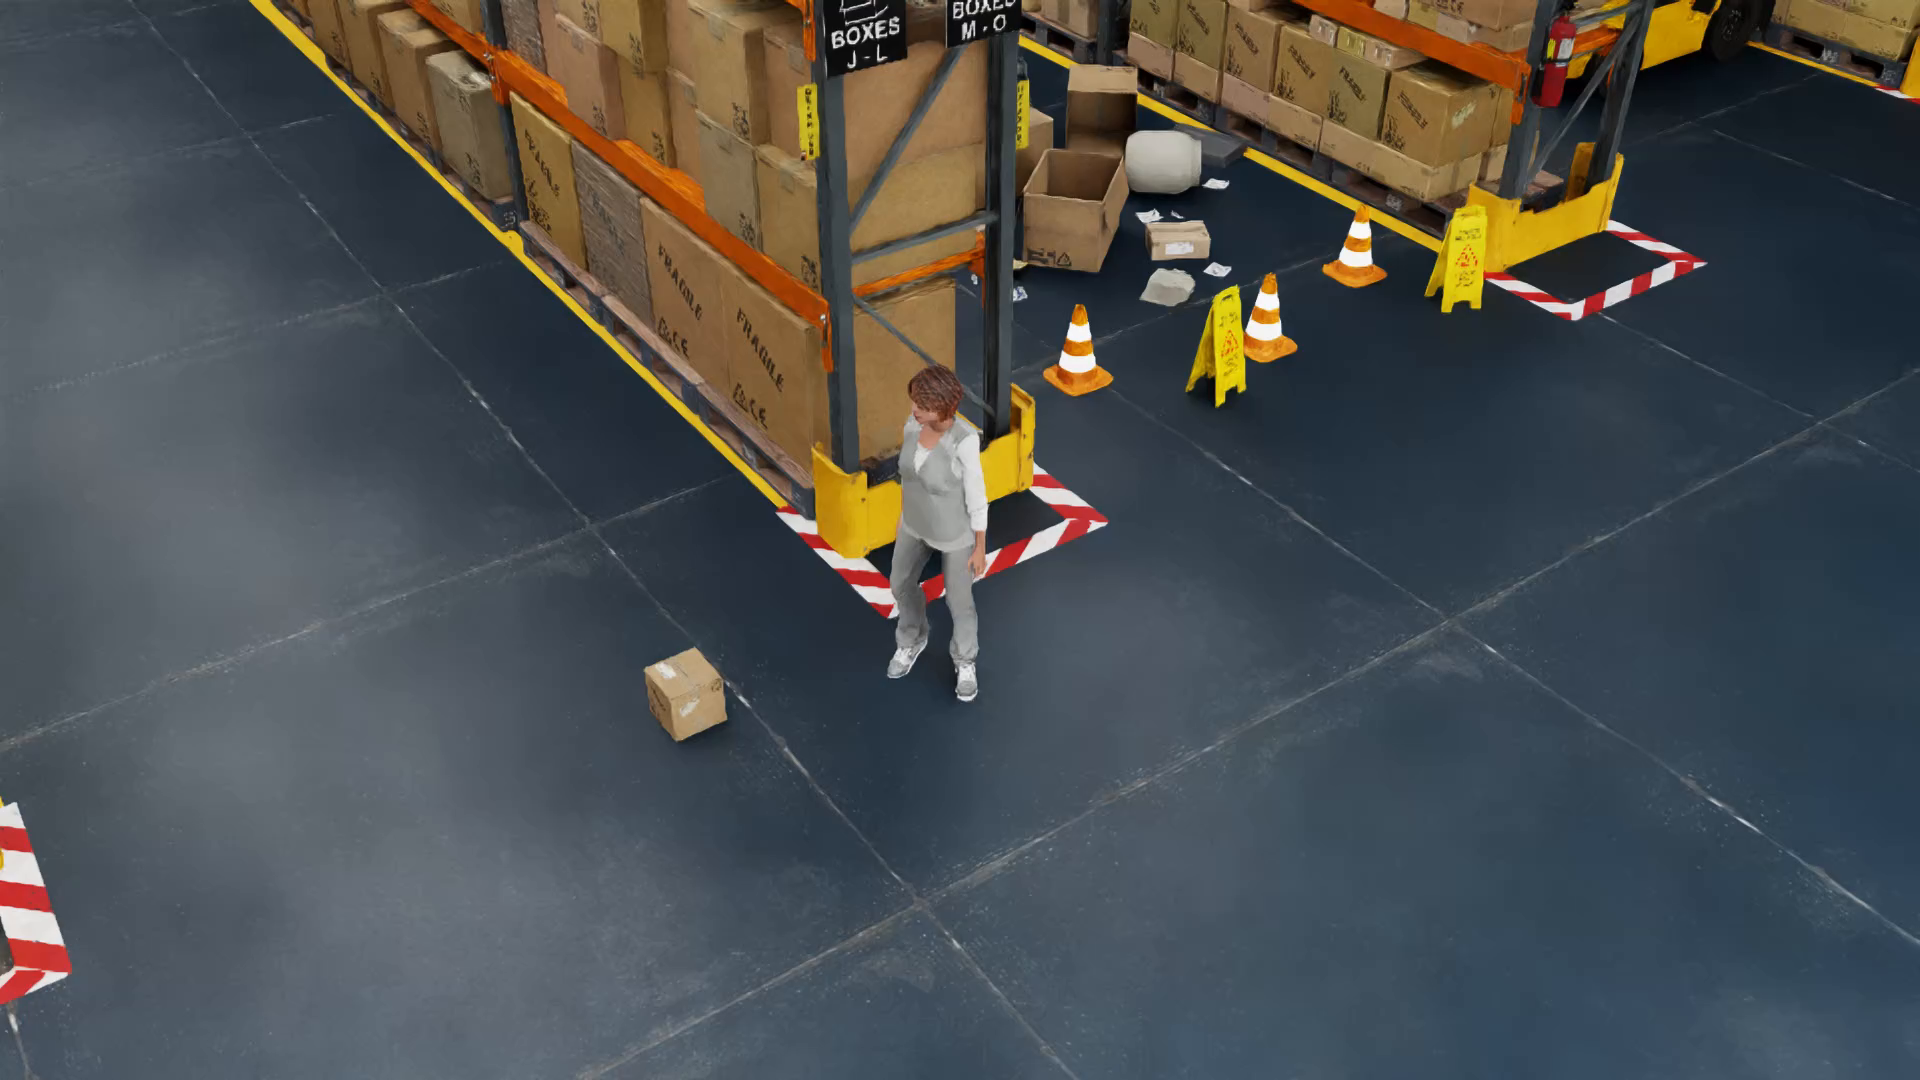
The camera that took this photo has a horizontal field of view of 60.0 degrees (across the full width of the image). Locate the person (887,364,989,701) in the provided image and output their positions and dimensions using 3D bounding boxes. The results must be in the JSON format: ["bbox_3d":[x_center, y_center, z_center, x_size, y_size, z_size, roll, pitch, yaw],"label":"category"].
[{"bbox_3d":[-0.079,-0.019,7.041,0.492,1.618,0.318,25,44,30],"label":"person"}]
